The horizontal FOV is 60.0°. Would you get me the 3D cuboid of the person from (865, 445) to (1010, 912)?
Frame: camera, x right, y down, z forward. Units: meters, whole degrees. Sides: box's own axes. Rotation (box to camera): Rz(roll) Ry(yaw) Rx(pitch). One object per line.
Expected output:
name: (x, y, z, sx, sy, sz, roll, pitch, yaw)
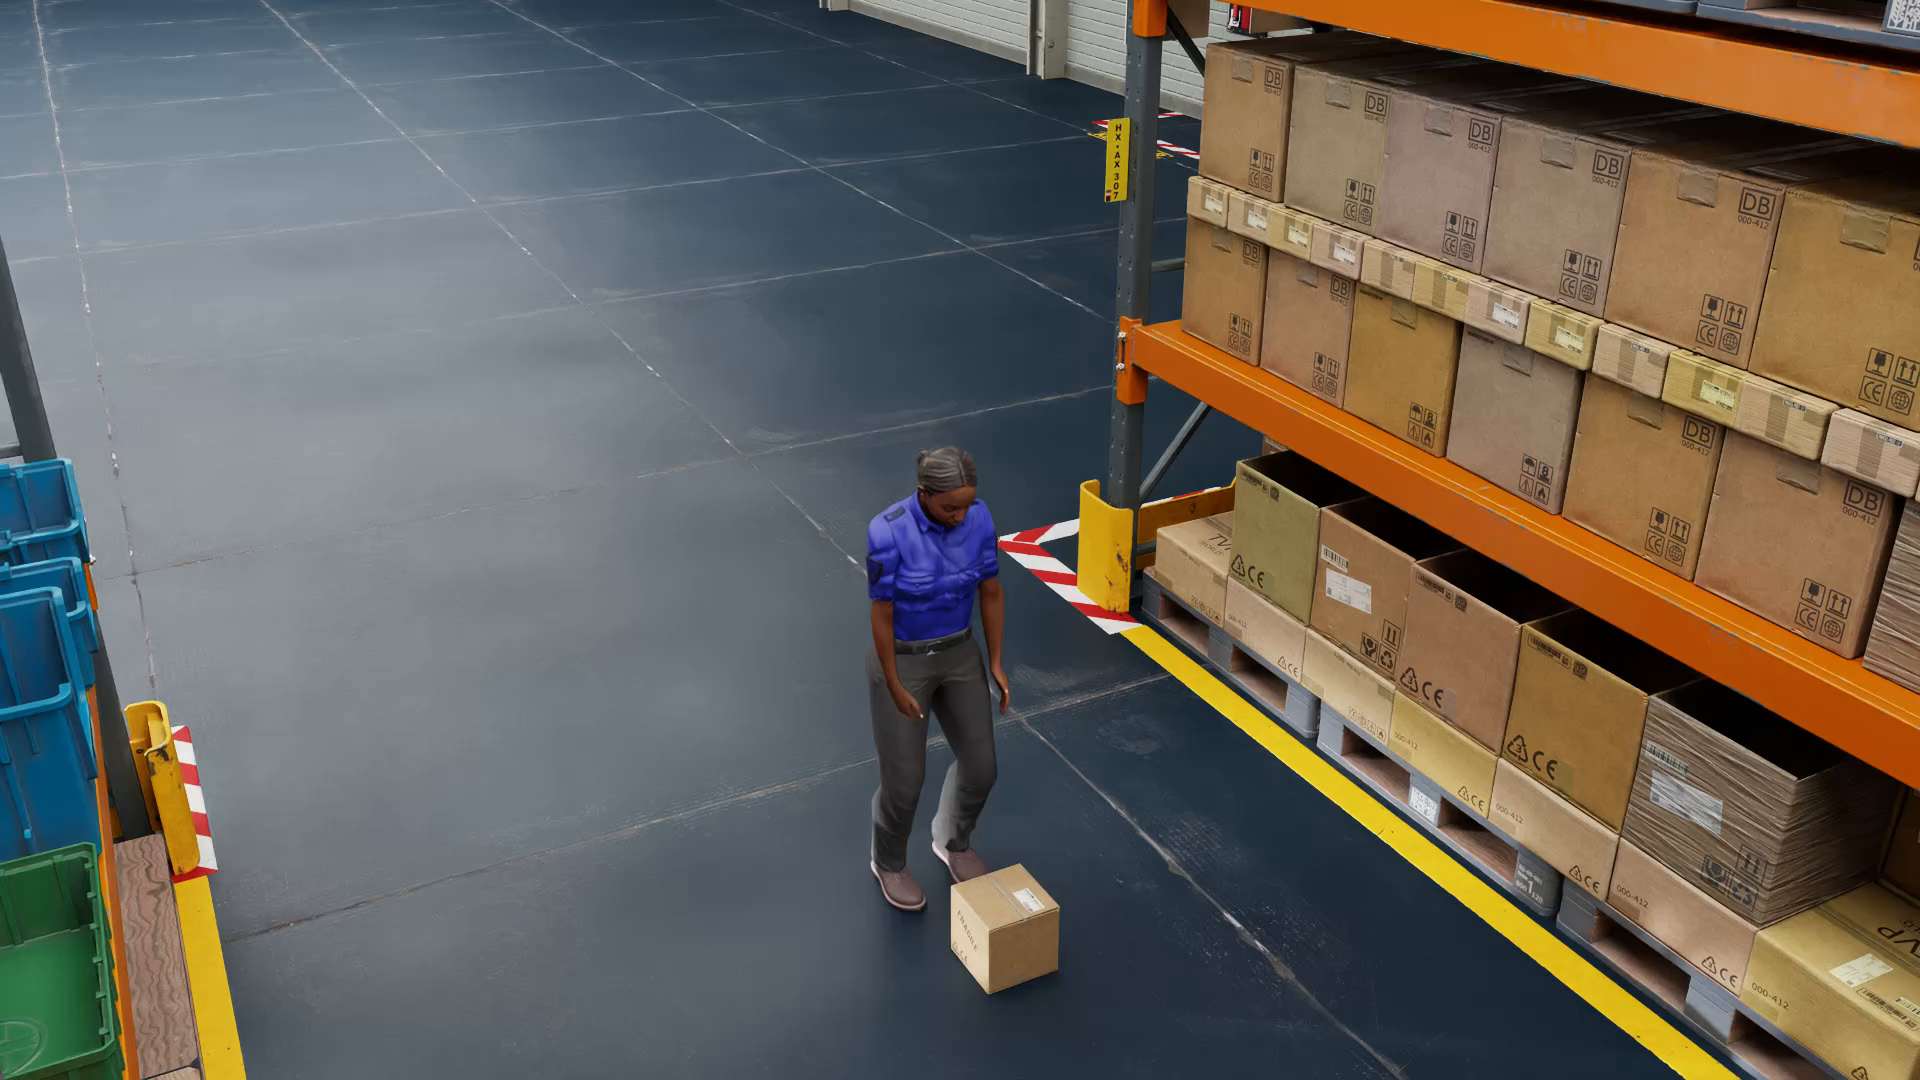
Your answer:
person: (-0.072, 0.421, 5.312, 0.457, 1.610, 0.379, -12, 28, -24)
